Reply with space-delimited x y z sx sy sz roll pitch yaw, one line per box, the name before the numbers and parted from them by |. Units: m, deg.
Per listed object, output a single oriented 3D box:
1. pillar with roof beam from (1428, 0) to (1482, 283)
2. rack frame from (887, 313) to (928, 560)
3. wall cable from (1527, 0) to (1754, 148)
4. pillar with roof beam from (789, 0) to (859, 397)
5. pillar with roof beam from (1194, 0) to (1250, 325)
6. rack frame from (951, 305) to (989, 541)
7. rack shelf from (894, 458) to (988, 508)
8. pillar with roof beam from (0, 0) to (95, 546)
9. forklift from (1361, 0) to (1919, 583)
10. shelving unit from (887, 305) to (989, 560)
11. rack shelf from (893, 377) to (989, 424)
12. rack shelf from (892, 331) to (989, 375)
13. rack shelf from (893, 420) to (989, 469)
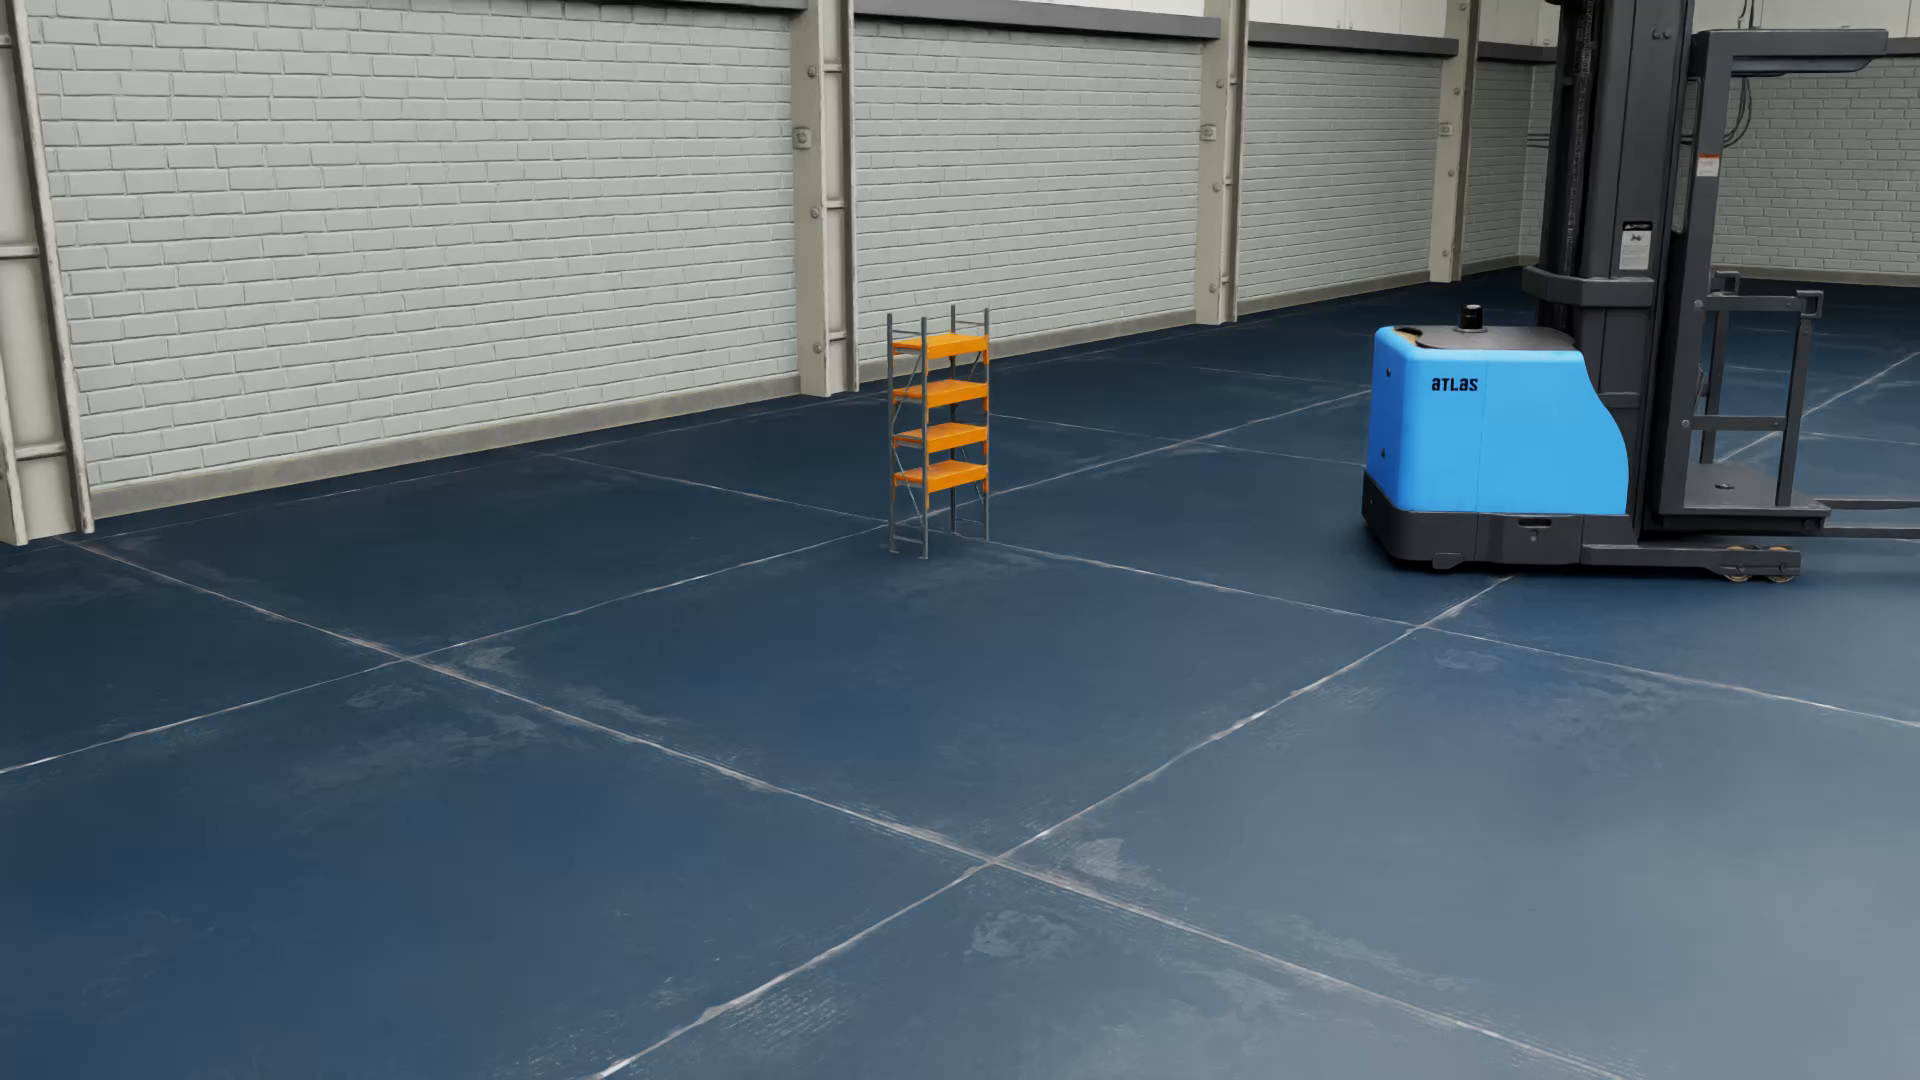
pillar with roof beam | 9.845 -7.173 18.581 9.100 9.000 0.400 11 18 38
rack frame | -0.257 -0.503 8.166 0.240 1.200 0.015 11 18 38
wall cable | 9.377 -6.694 23.001 3.097 2.526 0.112 11 18 38
pillar with roof beam | 2.303 -4.875 9.535 9.100 9.000 0.400 11 18 38
pillar with roof beam | 6.074 -6.024 14.058 9.100 9.000 0.400 11 18 38
rack frame | 0.049 -0.597 8.534 0.240 1.200 0.015 11 18 38
rack shelf | -0.104 -0.292 8.416 0.258 0.148 0.480 11 18 38
pillar with roof beam | -1.468 -3.726 5.012 9.100 9.000 0.400 11 18 38
forklift | 3.621 -1.356 8.009 3.031 2.935 1.130 1 14 4
shelving unit | -0.104 -0.550 8.350 0.258 1.200 0.503 11 18 38
rack shelf | -0.104 -0.701 8.312 0.258 0.148 0.480 11 18 38
rack shelf | -0.104 -0.931 8.254 0.258 0.148 0.480 11 18 38
rack shelf | -0.104 -0.485 8.367 0.258 0.148 0.480 11 18 38
